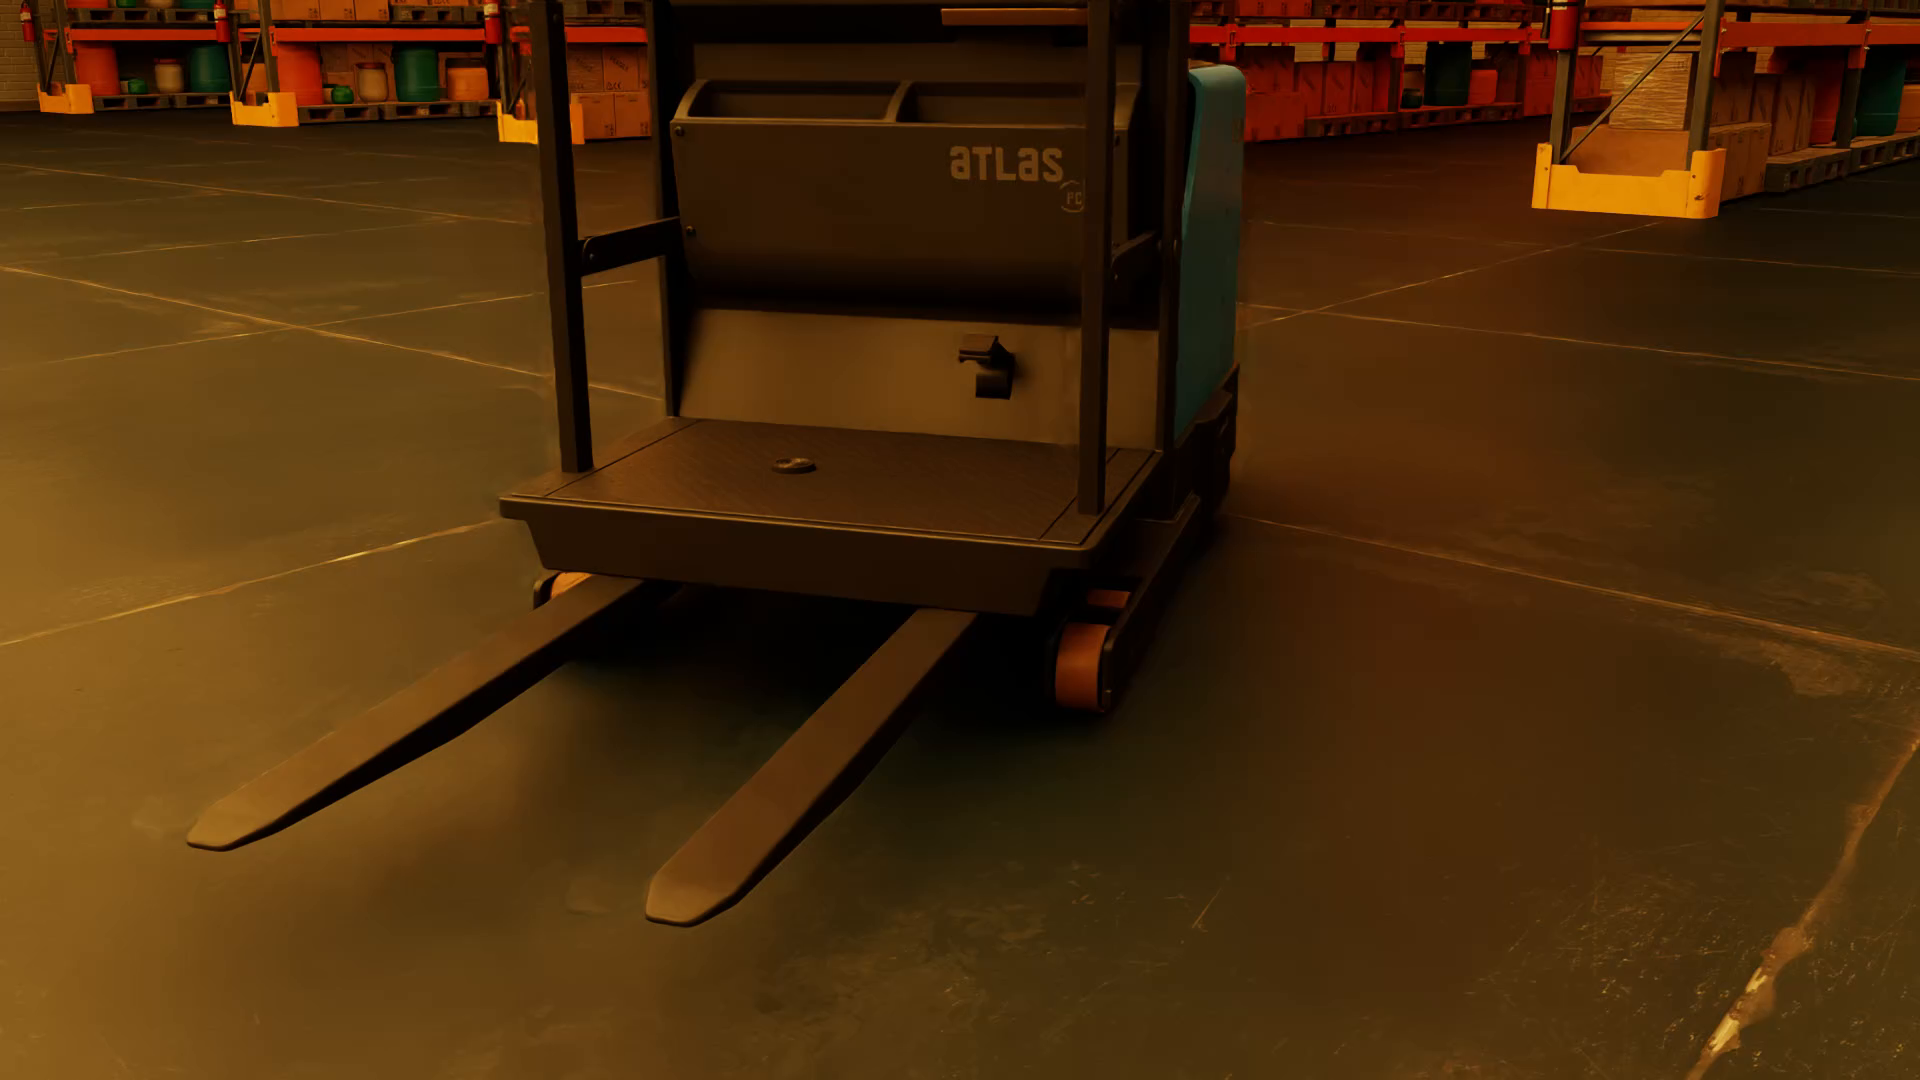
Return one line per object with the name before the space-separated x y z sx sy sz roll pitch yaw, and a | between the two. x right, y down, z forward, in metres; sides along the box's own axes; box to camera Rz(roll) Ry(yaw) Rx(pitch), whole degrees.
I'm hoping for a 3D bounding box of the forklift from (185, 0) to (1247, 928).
forklift | -0.173 -1.222 2.921 1.130 2.935 3.031 5 18 16
